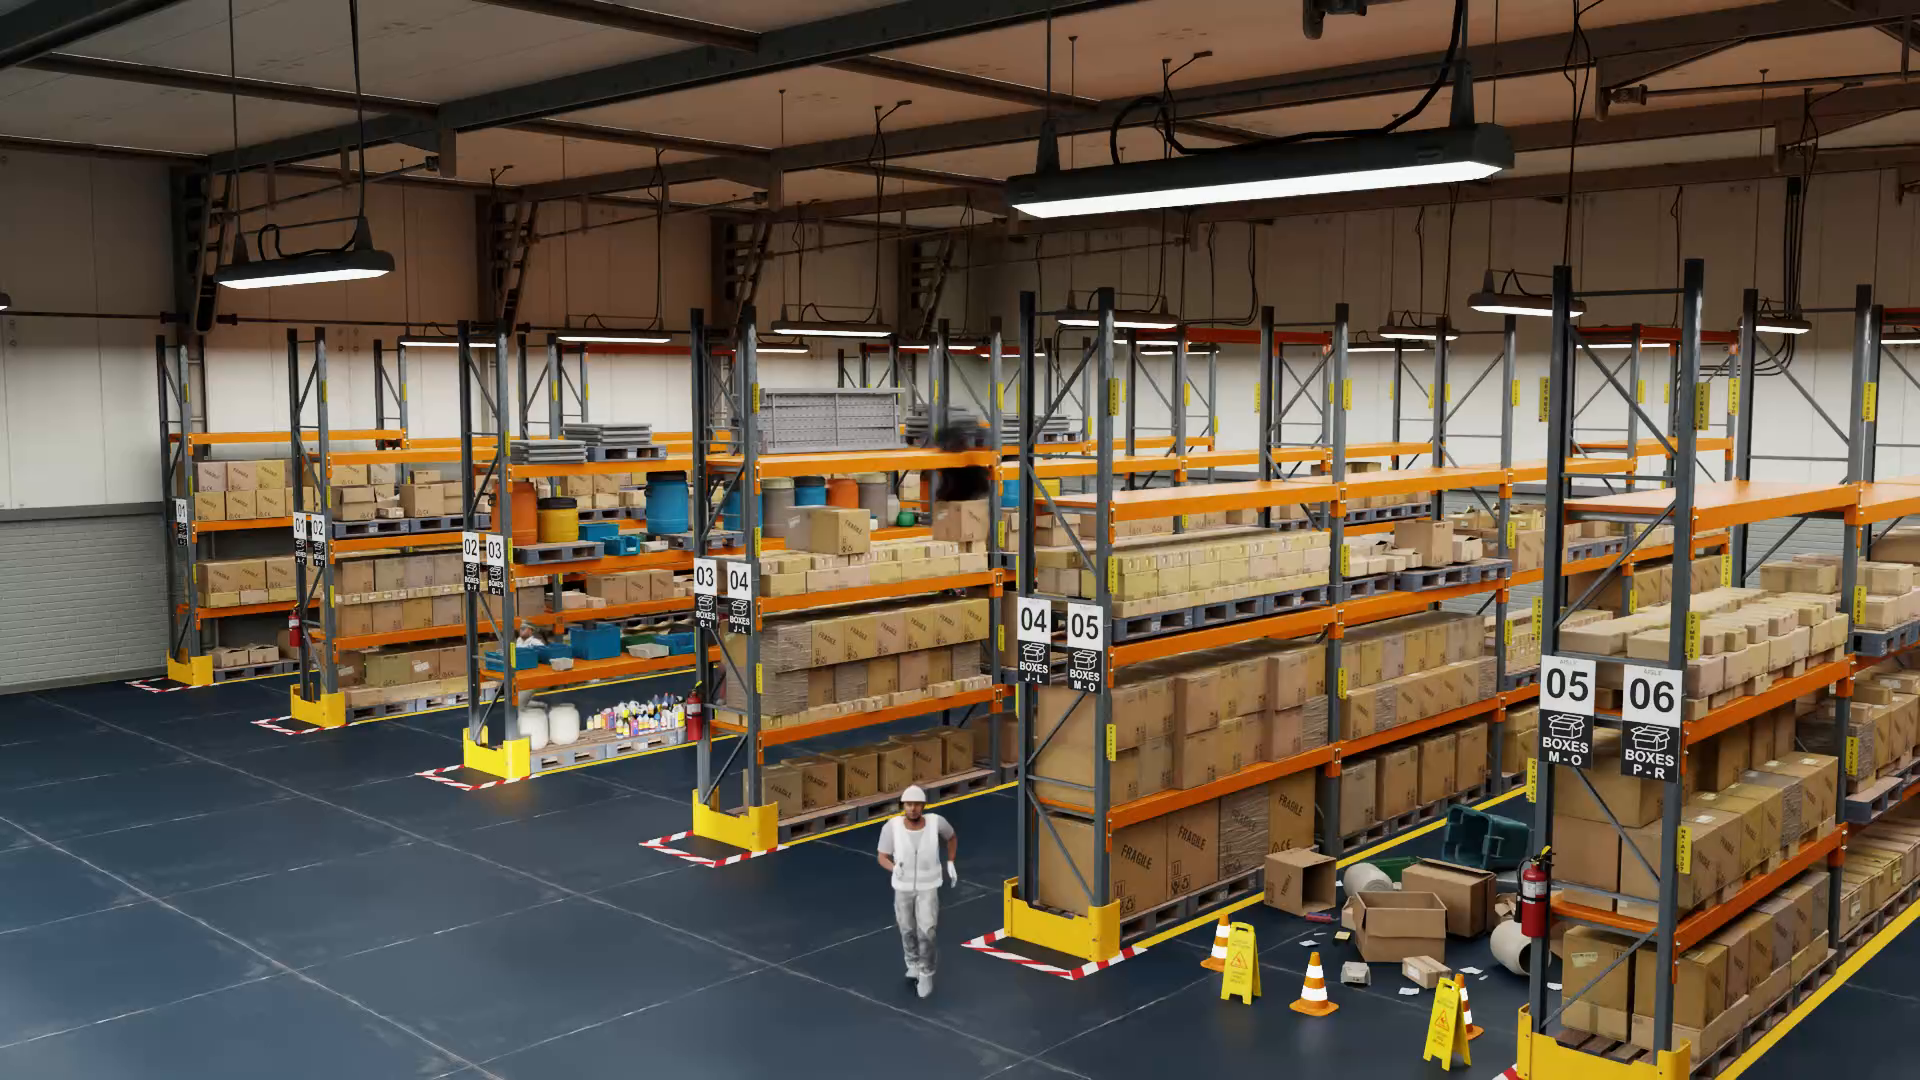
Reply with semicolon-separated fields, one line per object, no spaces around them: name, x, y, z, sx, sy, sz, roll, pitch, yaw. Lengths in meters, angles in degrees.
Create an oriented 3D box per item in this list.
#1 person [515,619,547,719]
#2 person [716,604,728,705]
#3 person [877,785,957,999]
person;-6.319;2.013;24.322;0.643;1.746;0.798;4;7;37
person;-3.723;1.824;27.078;0.581;1.637;0.755;4;6;33
person;-0.365;2.963;14.054;0.657;1.806;0.819;0;5;5
